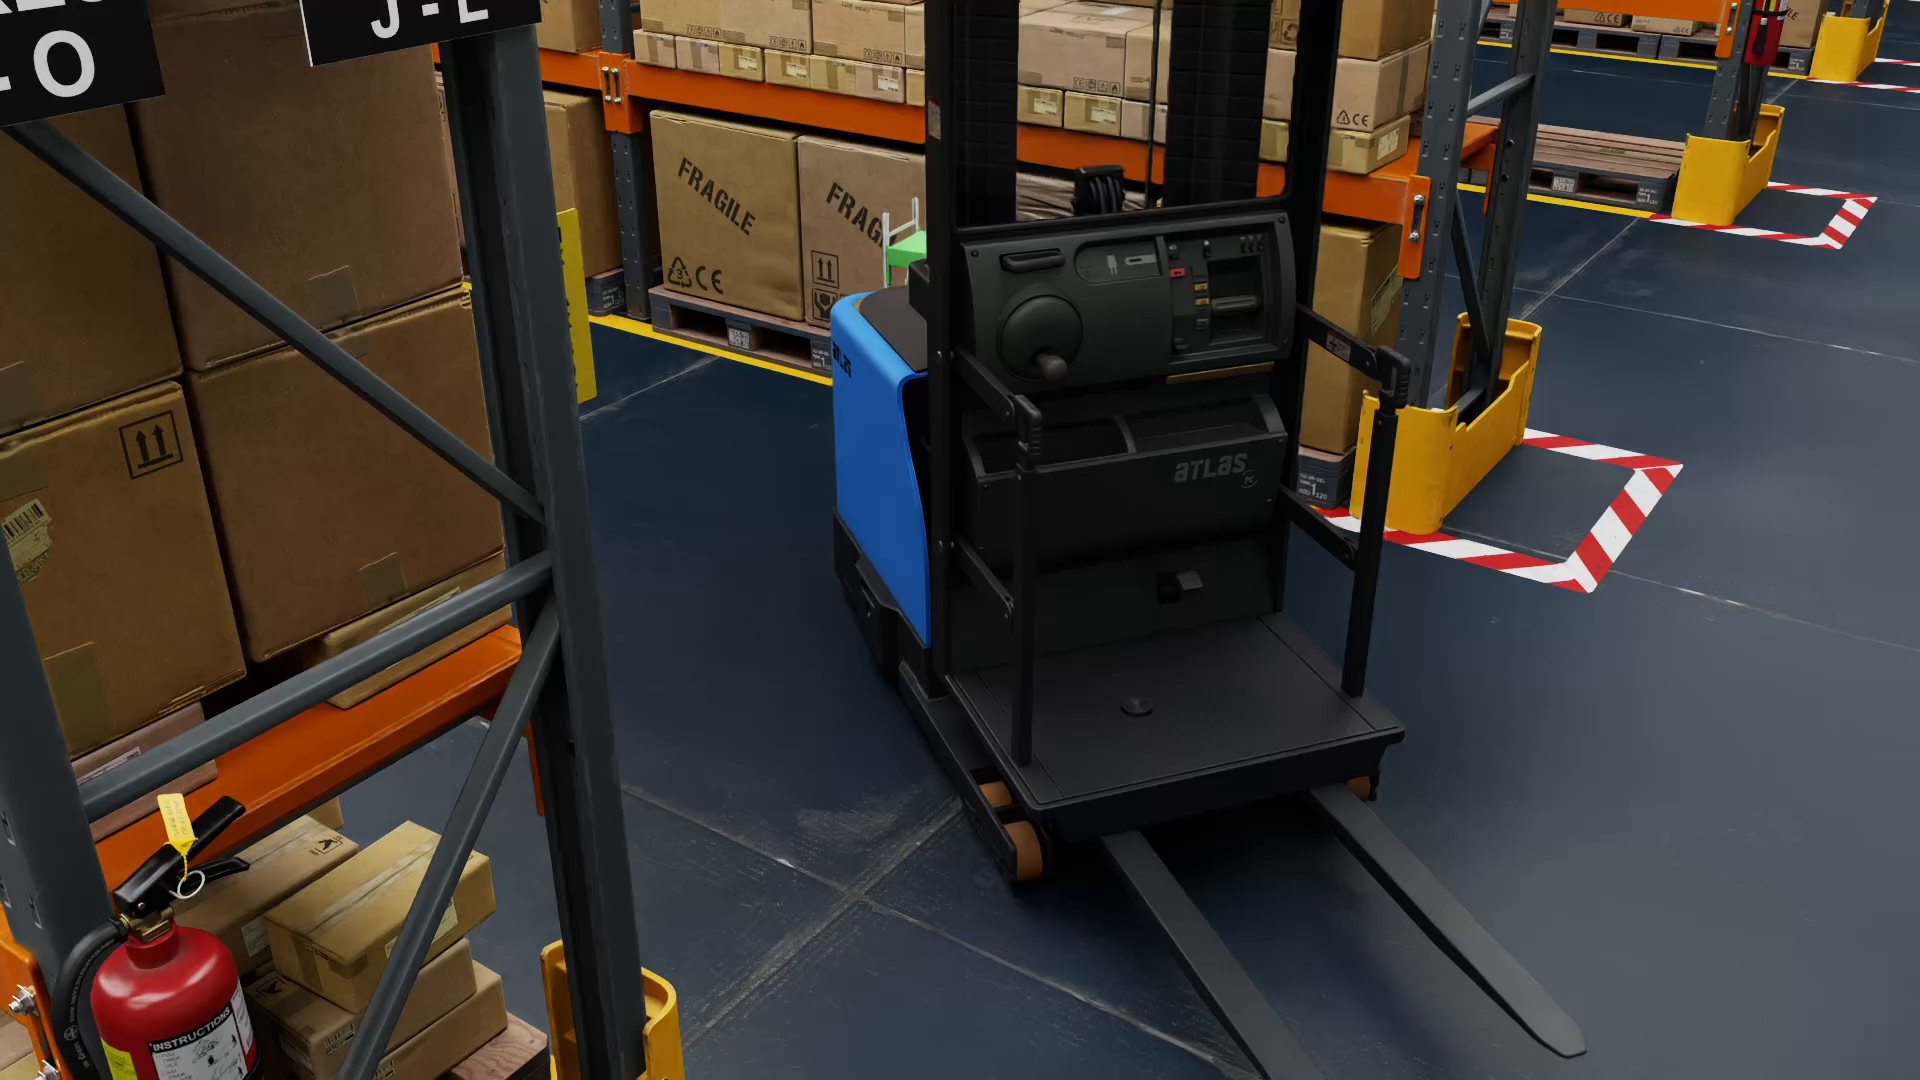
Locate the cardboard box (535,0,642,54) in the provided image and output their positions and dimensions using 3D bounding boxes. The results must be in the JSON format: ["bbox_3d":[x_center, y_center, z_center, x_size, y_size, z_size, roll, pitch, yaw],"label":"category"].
[{"bbox_3d":[-1.900,-2.701,8.141,0.500,0.500,0.500,17,32,30],"label":"cardboard box"}]

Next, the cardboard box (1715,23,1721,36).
[{"bbox_3d":[6.678,-4.433,14.292,0.250,0.166,0.380,17,32,30],"label":"cardboard box"}]

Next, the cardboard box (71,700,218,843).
[{"bbox_3d":[-1.383,0.351,2.531,0.250,0.149,0.380,17,32,30],"label":"cardboard box"}]

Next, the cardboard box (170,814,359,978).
[{"bbox_3d":[-1.489,0.748,3.498,0.250,0.149,0.380,18,32,31],"label":"cardboard box"}]

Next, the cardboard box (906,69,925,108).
[{"bbox_3d":[-0.019,-1.927,7.006,0.250,0.149,0.380,16,31,29],"label":"cardboard box"}]

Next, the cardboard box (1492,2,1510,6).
[{"bbox_3d":[5.225,-5.153,15.726,0.250,0.149,0.380,17,32,30],"label":"cardboard box"}]

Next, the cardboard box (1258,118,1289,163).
[{"bbox_3d":[1.242,-1.534,6.234,0.250,0.149,0.380,18,32,31],"label":"cardboard box"}]

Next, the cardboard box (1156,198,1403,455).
[{"bbox_3d":[1.364,-0.986,6.760,0.875,0.875,0.875,17,32,30],"label":"cardboard box"}]

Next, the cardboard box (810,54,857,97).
[{"bbox_3d":[-0.442,-2.059,7.266,0.250,0.149,0.380,17,31,30],"label":"cardboard box"}]

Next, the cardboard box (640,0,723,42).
[{"bbox_3d":[-1.121,-2.486,7.665,0.500,0.250,0.500,17,31,29],"label":"cardboard box"}]

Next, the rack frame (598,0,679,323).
[{"bbox_3d":[-1.360,-2.639,8.128,0.127,3.000,1.000,17,32,30],"label":"rack frame"}]

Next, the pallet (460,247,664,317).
[{"bbox_3d":[-2.039,-1.566,9.094,1.213,0.211,1.003,17,32,30],"label":"pallet"}]

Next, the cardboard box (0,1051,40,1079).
[{"bbox_3d":[-1.534,0.994,3.014,0.250,0.149,0.380,18,32,31],"label":"cardboard box"}]

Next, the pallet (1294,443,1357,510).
[{"bbox_3d":[1.233,-0.545,7.088,1.213,0.211,1.003,17,32,30],"label":"pallet"}]

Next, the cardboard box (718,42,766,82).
[{"bbox_3d":[-0.871,-2.192,7.526,0.250,0.149,0.380,18,32,32],"label":"cardboard box"}]

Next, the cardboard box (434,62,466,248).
[{"bbox_3d":[-2.636,-2.265,9.273,0.875,0.875,1.225,16,31,29],"label":"cardboard box"}]

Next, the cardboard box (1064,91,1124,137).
[{"bbox_3d":[0.614,-1.730,6.619,0.250,0.149,0.380,17,31,29],"label":"cardboard box"}]

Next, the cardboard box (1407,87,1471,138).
[{"bbox_3d":[1.831,-1.714,6.588,0.250,0.149,0.380,18,32,31],"label":"cardboard box"}]

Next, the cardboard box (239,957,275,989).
[{"bbox_3d":[-1.435,0.846,3.633,0.250,0.149,0.380,17,32,30],"label":"cardboard box"}]

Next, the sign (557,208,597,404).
[{"bbox_3d":[-0.648,-0.372,2.719,0.005,0.325,0.100,17,32,30],"label":"sign"}]

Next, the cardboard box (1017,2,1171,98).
[{"bbox_3d":[0.550,-1.964,6.639,0.500,0.250,0.500,16,31,29],"label":"cardboard box"}]

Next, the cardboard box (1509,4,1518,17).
[{"bbox_3d":[5.194,-4.868,15.146,0.250,0.166,0.380,17,32,30],"label":"cardboard box"}]

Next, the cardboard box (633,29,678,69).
[{"bbox_3d":[-1.305,-2.326,7.791,0.250,0.149,0.380,17,32,30],"label":"cardboard box"}]

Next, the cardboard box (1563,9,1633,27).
[{"bbox_3d":[5.803,-4.944,14.926,0.637,0.503,0.797,17,32,30],"label":"cardboard box"}]

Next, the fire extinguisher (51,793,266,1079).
[{"bbox_3d":[-1.008,0.655,2.153,0.183,0.674,0.296,17,32,30],"label":"fire extinguisher"}]

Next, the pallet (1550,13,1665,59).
[{"bbox_3d":[5.827,-4.609,15.074,1.213,0.211,1.003,17,32,30],"label":"pallet"}]

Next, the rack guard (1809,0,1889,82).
[{"bbox_3d":[7.486,-4.220,13.990,0.348,0.500,1.175,17,32,30],"label":"rack guard"}]

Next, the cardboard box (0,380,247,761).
[{"bbox_3d":[-1.471,0.020,2.464,0.500,0.500,0.500,18,32,31],"label":"cardboard box"}]

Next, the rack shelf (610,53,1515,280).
[{"bbox_3d":[0.288,-1.805,7.282,4.000,0.370,1.077,17,32,30],"label":"rack shelf"}]

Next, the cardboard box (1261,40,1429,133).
[{"bbox_3d":[1.387,-1.703,6.126,0.500,0.250,0.500,17,31,30],"label":"cardboard box"}]

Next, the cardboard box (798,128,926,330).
[{"bbox_3d":[-0.120,-1.448,7.669,0.875,0.875,0.875,17,32,30],"label":"cardboard box"}]

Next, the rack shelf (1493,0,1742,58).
[{"bbox_3d":[3.093,-3.656,10.920,4.000,0.370,1.077,17,32,30],"label":"rack shelf"}]

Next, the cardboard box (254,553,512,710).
[{"bbox_3d":[-1.036,0.123,2.978,0.250,0.149,0.380,17,32,30],"label":"cardboard box"}]

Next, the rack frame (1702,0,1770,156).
[{"bbox_3d":[4.741,-3.463,9.748,0.127,3.000,1.000,17,32,30],"label":"rack frame"}]

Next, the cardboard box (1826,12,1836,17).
[{"bbox_3d":[7.398,-4.476,14.396,0.250,0.149,0.380,17,32,30],"label":"cardboard box"}]

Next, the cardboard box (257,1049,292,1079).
[{"bbox_3d":[-1.467,1.009,3.640,0.250,0.149,0.380,17,32,30],"label":"cardboard box"}]

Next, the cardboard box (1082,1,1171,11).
[{"bbox_3d":[0.850,-2.163,7.030,0.500,0.250,0.500,16,31,29],"label":"cardboard box"}]

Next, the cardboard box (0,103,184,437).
[{"bbox_3d":[-1.473,-0.430,2.248,0.500,0.500,0.500,17,31,29],"label":"cardboard box"}]

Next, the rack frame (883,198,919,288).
[{"bbox_3d":[-0.212,-0.662,6.228,0.015,1.200,0.240,13,30,24],"label":"rack frame"}]

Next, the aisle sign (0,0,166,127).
[{"bbox_3d":[-1.064,-0.811,1.670,0.004,0.787,0.394,17,32,30],"label":"aisle sign"}]

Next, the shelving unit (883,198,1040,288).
[{"bbox_3d":[0.005,-0.611,6.129,0.503,1.200,0.258,13,30,24],"label":"shelving unit"}]

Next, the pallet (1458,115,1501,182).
[{"bbox_3d":[3.082,-2.760,11.441,1.213,0.211,1.003,17,32,30],"label":"pallet"}]

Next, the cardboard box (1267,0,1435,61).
[{"bbox_3d":[1.386,-2.038,5.959,0.500,0.500,0.500,18,32,31],"label":"cardboard box"}]

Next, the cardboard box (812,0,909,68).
[{"bbox_3d":[-0.284,-2.225,7.153,0.500,0.250,0.500,18,32,32],"label":"cardboard box"}]

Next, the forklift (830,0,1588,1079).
[{"bbox_3d":[0.534,-0.599,4.196,1.130,2.935,3.031,-9,28,-17],"label":"forklift"}]

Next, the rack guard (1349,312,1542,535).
[{"bbox_3d":[1.957,-0.491,6.664,0.348,0.500,1.175,17,32,30],"label":"rack guard"}]
